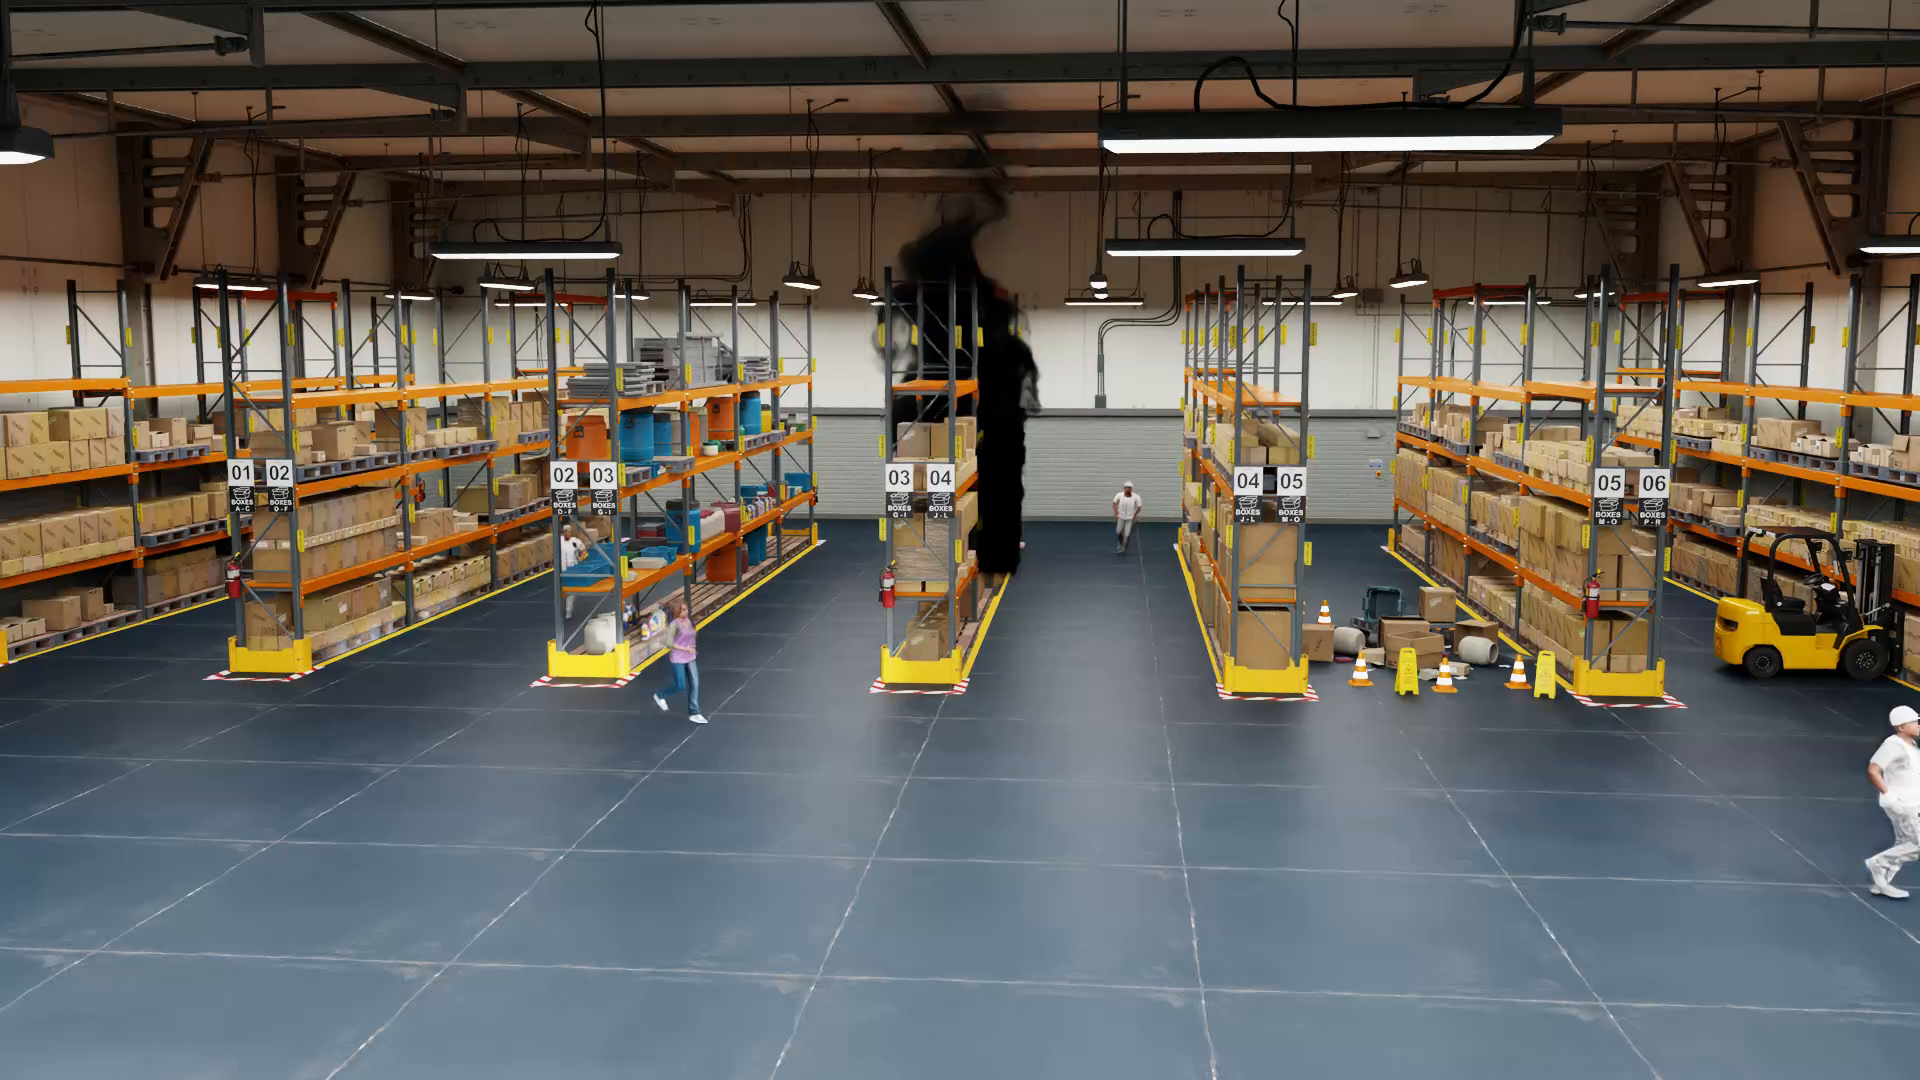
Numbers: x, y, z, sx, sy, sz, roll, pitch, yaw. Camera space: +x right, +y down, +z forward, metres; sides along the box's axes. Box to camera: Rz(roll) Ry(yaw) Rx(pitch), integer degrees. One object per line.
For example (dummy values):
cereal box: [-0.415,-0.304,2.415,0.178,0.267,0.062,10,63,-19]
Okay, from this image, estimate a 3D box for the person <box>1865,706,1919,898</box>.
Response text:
person: [8.433,2.345,14.794,0.584,1.735,0.672,5,9,38]

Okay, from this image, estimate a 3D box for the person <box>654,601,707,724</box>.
person: [-3.630,1.586,21.704,0.803,1.591,0.538,4,8,30]

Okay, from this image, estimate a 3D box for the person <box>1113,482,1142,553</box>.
person: [3.864,-0.510,38.545,0.674,1.705,0.603,1,7,12]

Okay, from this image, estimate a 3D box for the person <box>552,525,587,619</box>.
person: [-7.060,0.547,30.016,0.607,1.659,0.849,-1,7,-4]
